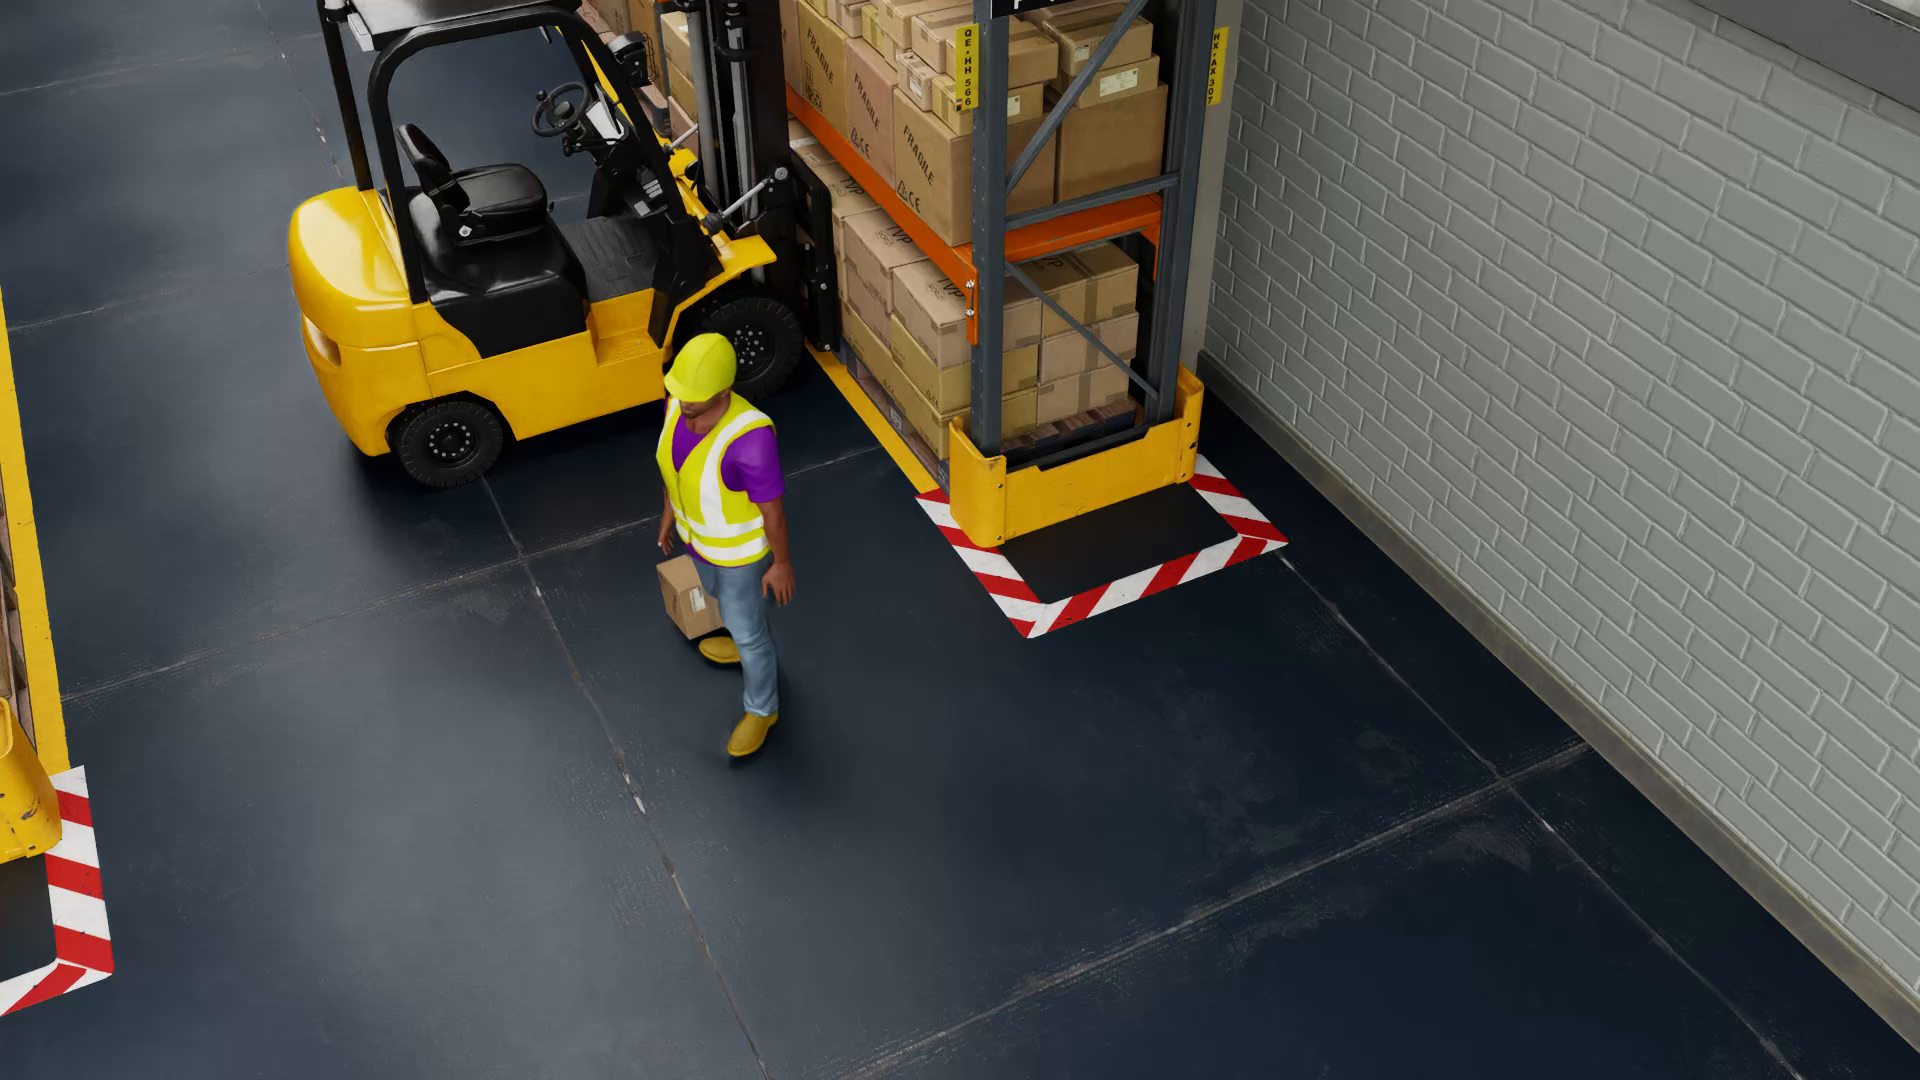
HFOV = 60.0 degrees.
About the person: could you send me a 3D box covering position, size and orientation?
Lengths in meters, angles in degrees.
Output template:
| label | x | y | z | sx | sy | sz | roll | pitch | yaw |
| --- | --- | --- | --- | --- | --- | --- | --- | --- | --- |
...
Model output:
| label | x | y | z | sx | sy | sz | roll | pitch | yaw |
| --- | --- | --- | --- | --- | --- | --- | --- | --- | --- |
| person | -0.897 | -0.039 | 6.160 | 0.467 | 1.767 | 0.621 | -30 | 49 | -30 |
